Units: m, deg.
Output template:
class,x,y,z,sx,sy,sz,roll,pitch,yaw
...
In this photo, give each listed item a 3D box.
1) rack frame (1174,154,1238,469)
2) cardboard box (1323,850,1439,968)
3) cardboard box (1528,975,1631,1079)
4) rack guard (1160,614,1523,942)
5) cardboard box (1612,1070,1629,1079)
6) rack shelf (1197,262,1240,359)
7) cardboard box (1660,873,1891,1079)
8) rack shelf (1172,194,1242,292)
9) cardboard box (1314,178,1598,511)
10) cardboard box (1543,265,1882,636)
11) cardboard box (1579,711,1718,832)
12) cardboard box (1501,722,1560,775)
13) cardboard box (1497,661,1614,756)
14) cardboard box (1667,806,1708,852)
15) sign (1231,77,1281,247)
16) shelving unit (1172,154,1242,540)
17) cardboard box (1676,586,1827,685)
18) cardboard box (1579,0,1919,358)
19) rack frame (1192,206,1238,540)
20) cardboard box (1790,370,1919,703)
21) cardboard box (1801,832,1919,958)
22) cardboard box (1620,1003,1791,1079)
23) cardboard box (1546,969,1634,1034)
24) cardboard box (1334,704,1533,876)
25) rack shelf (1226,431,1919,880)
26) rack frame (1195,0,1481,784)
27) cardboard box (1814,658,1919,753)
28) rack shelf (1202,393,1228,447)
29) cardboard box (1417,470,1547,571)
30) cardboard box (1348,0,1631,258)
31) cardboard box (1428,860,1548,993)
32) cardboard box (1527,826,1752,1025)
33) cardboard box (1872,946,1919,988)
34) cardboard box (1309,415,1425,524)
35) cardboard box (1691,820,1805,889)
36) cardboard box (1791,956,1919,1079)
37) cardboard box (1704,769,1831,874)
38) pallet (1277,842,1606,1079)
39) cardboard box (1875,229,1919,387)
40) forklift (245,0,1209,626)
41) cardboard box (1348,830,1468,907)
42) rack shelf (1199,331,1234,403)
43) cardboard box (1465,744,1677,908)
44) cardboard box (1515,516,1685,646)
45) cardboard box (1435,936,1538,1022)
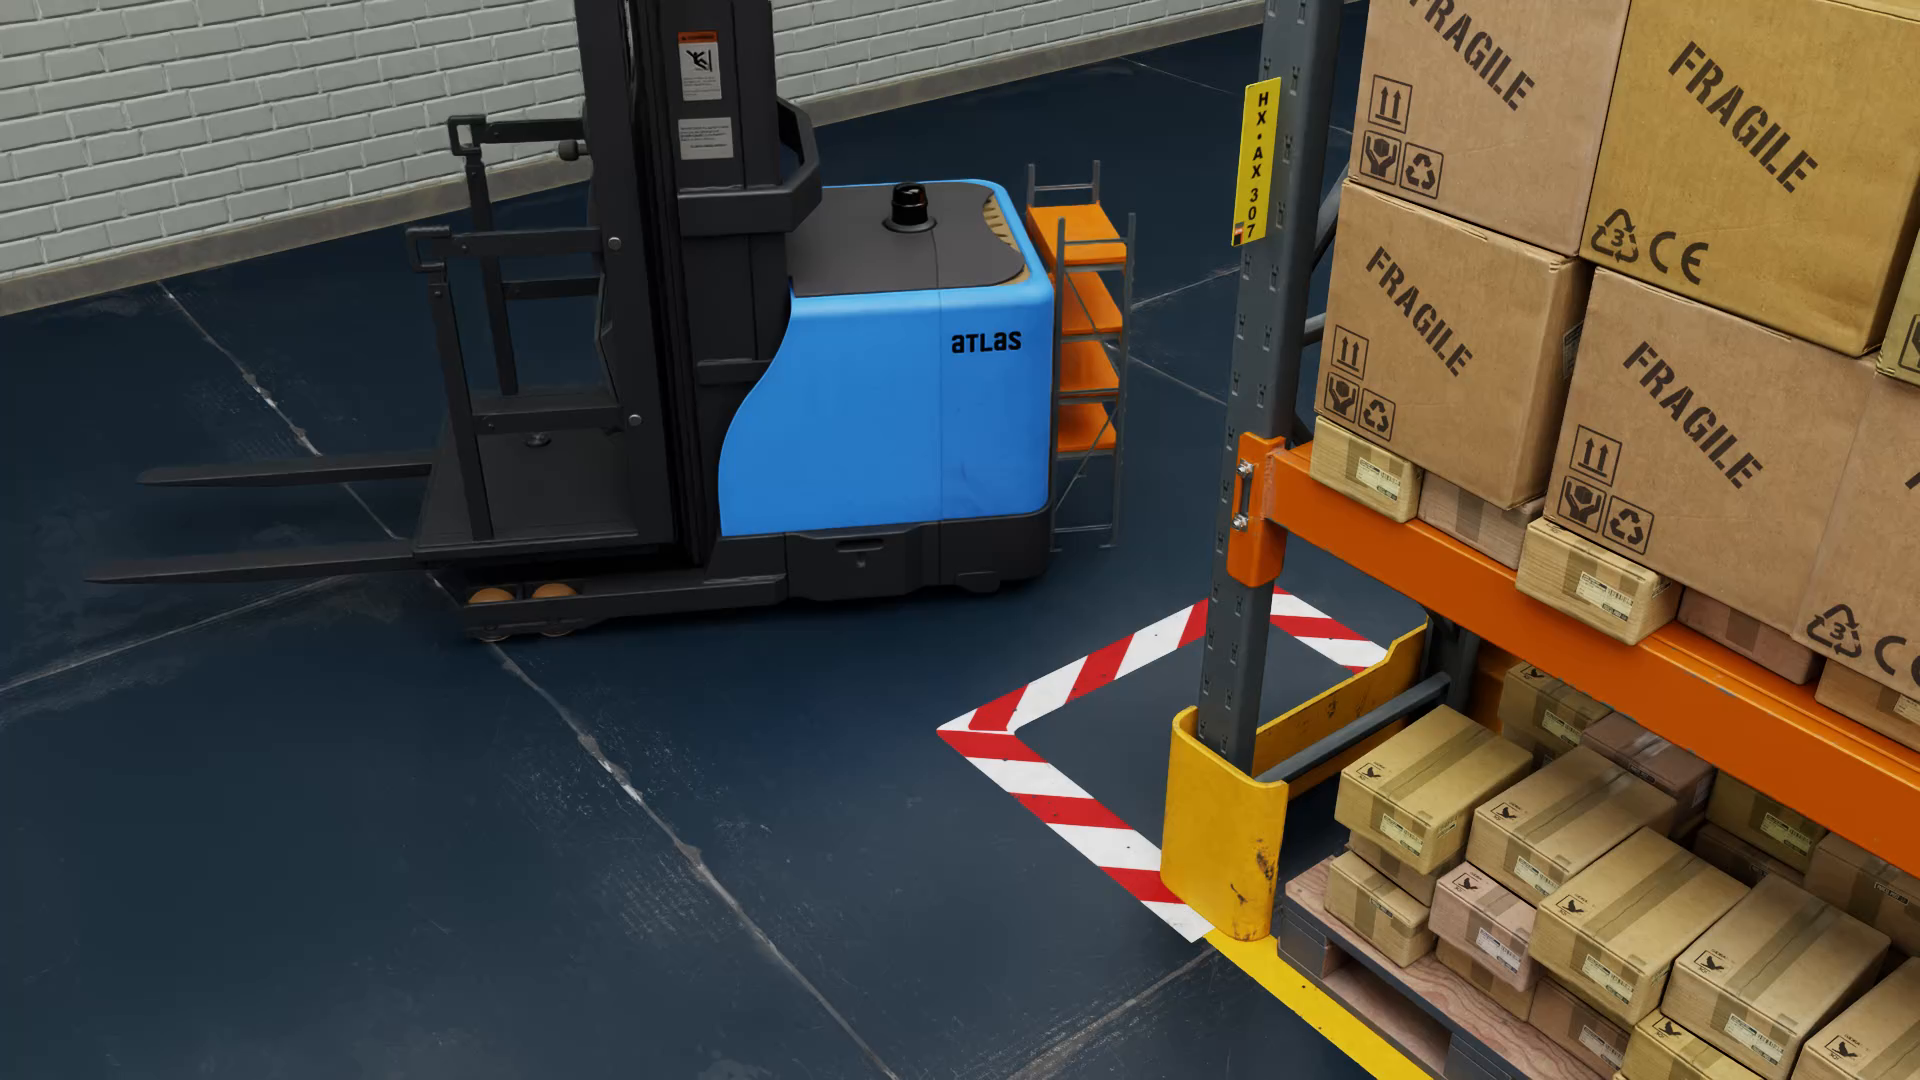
class,x,y,z,sx,sy,sz,roll,pitch,yaw
rack frame,0.837,-0.774,5.852,0.240,1.200,0.015,-3,32,-8
cardboard box,1.084,0.803,3.918,0.380,0.149,0.250,-21,38,-30
cardboard box,1.467,0.987,3.622,0.380,0.149,0.250,-22,38,-31
rack guard,1.062,0.542,4.404,1.175,0.500,0.348,-22,38,-31
cardboard box,1.537,1.129,3.394,0.380,0.149,0.250,-22,38,-31
rack shelf,0.876,-0.779,5.565,0.258,0.148,0.480,-3,32,-8
cardboard box,1.603,0.855,3.270,0.380,0.149,0.250,-24,39,-34
rack shelf,0.882,-0.981,5.441,0.258,0.148,0.480,-3,32,-8
cardboard box,1.072,-0.444,3.245,0.500,0.500,0.500,-20,37,-29
cardboard box,1.421,-0.229,2.899,0.500,0.500,0.500,-22,38,-31
cardboard box,1.649,0.490,3.858,0.380,0.149,0.250,-21,38,-30
cardboard box,1.564,0.482,4.153,0.380,0.149,0.250,-23,39,-33
cardboard box,1.540,0.367,4.056,0.380,0.149,0.250,-22,38,-31
cardboard box,1.682,0.609,3.949,0.380,0.149,0.250,-23,39,-32
sign,0.587,-0.744,3.284,0.100,0.325,0.005,-22,38,-31
shelving unit,0.873,-0.646,5.647,0.258,1.200,0.503,-3,32,-8
cardboard box,1.534,0.082,3.013,0.380,0.149,0.250,-20,37,-29
cardboard box,1.395,-0.664,2.652,0.500,0.500,0.500,-21,38,-30
rack frame,0.909,-0.519,5.442,0.240,1.200,0.015,-3,32,-8
cardboard box,1.711,-0.021,2.564,0.500,0.500,0.500,-22,38,-31
cardboard box,2.017,0.685,3.544,0.380,0.149,0.250,-24,39,-33
cardboard box,1.549,1.004,3.313,0.380,0.149,0.250,-21,38,-30
cardboard box,1.477,0.862,3.542,0.380,0.149,0.250,-22,38,-31
cardboard box,1.068,0.556,3.751,0.380,0.149,0.250,-24,39,-33
rack shelf,2.242,0.587,2.643,1.077,0.370,4.000,-22,38,-31
rack frame,1.015,-0.552,3.795,1.000,3.000,0.127,-22,38,-31
cardboard box,1.681,0.203,2.819,0.380,0.149,0.250,-23,38,-32
rack shelf,0.866,-0.420,5.787,0.258,0.148,0.480,-3,32,-8
cardboard box,1.144,-0.111,3.324,0.380,0.149,0.250,-21,37,-30
cardboard box,1.081,-0.872,2.987,0.500,0.500,0.500,-23,38,-32
cardboard box,1.257,0.788,3.660,0.380,0.149,0.250,-22,38,-32
cardboard box,1.386,0.779,3.393,0.380,0.149,0.250,-22,38,-32
cardboard box,1.968,0.843,3.571,0.380,0.149,0.250,-23,38,-32
cardboard box,0.955,-0.204,3.473,0.380,0.149,0.250,-23,38,-32
cardboard box,1.884,0.698,3.805,0.380,0.149,0.250,-24,39,-33
cardboard box,1.766,0.974,3.079,0.380,0.149,0.250,-21,37,-30
cardboard box,1.908,0.557,3.750,0.380,0.149,0.250,-23,39,-32
pallet,1.532,1.015,3.916,1.003,0.211,1.213,-22,38,-31
cardboard box,1.697,-0.440,2.291,0.500,0.500,0.500,-23,39,-32
forklift,-0.788,-1.266,5.010,3.031,2.935,1.130,-4,32,-6
cardboard box,1.134,0.656,3.873,0.380,0.149,0.250,-21,37,-29
rack shelf,0.871,-0.589,5.682,0.258,0.148,0.480,-3,32,-8
cardboard box,1.332,0.632,3.629,0.380,0.149,0.250,-22,38,-31
cardboard box,1.266,0.018,3.116,0.380,0.149,0.250,-23,39,-33
cardboard box,1.309,0.885,3.785,0.380,0.149,0.250,-22,38,-32
